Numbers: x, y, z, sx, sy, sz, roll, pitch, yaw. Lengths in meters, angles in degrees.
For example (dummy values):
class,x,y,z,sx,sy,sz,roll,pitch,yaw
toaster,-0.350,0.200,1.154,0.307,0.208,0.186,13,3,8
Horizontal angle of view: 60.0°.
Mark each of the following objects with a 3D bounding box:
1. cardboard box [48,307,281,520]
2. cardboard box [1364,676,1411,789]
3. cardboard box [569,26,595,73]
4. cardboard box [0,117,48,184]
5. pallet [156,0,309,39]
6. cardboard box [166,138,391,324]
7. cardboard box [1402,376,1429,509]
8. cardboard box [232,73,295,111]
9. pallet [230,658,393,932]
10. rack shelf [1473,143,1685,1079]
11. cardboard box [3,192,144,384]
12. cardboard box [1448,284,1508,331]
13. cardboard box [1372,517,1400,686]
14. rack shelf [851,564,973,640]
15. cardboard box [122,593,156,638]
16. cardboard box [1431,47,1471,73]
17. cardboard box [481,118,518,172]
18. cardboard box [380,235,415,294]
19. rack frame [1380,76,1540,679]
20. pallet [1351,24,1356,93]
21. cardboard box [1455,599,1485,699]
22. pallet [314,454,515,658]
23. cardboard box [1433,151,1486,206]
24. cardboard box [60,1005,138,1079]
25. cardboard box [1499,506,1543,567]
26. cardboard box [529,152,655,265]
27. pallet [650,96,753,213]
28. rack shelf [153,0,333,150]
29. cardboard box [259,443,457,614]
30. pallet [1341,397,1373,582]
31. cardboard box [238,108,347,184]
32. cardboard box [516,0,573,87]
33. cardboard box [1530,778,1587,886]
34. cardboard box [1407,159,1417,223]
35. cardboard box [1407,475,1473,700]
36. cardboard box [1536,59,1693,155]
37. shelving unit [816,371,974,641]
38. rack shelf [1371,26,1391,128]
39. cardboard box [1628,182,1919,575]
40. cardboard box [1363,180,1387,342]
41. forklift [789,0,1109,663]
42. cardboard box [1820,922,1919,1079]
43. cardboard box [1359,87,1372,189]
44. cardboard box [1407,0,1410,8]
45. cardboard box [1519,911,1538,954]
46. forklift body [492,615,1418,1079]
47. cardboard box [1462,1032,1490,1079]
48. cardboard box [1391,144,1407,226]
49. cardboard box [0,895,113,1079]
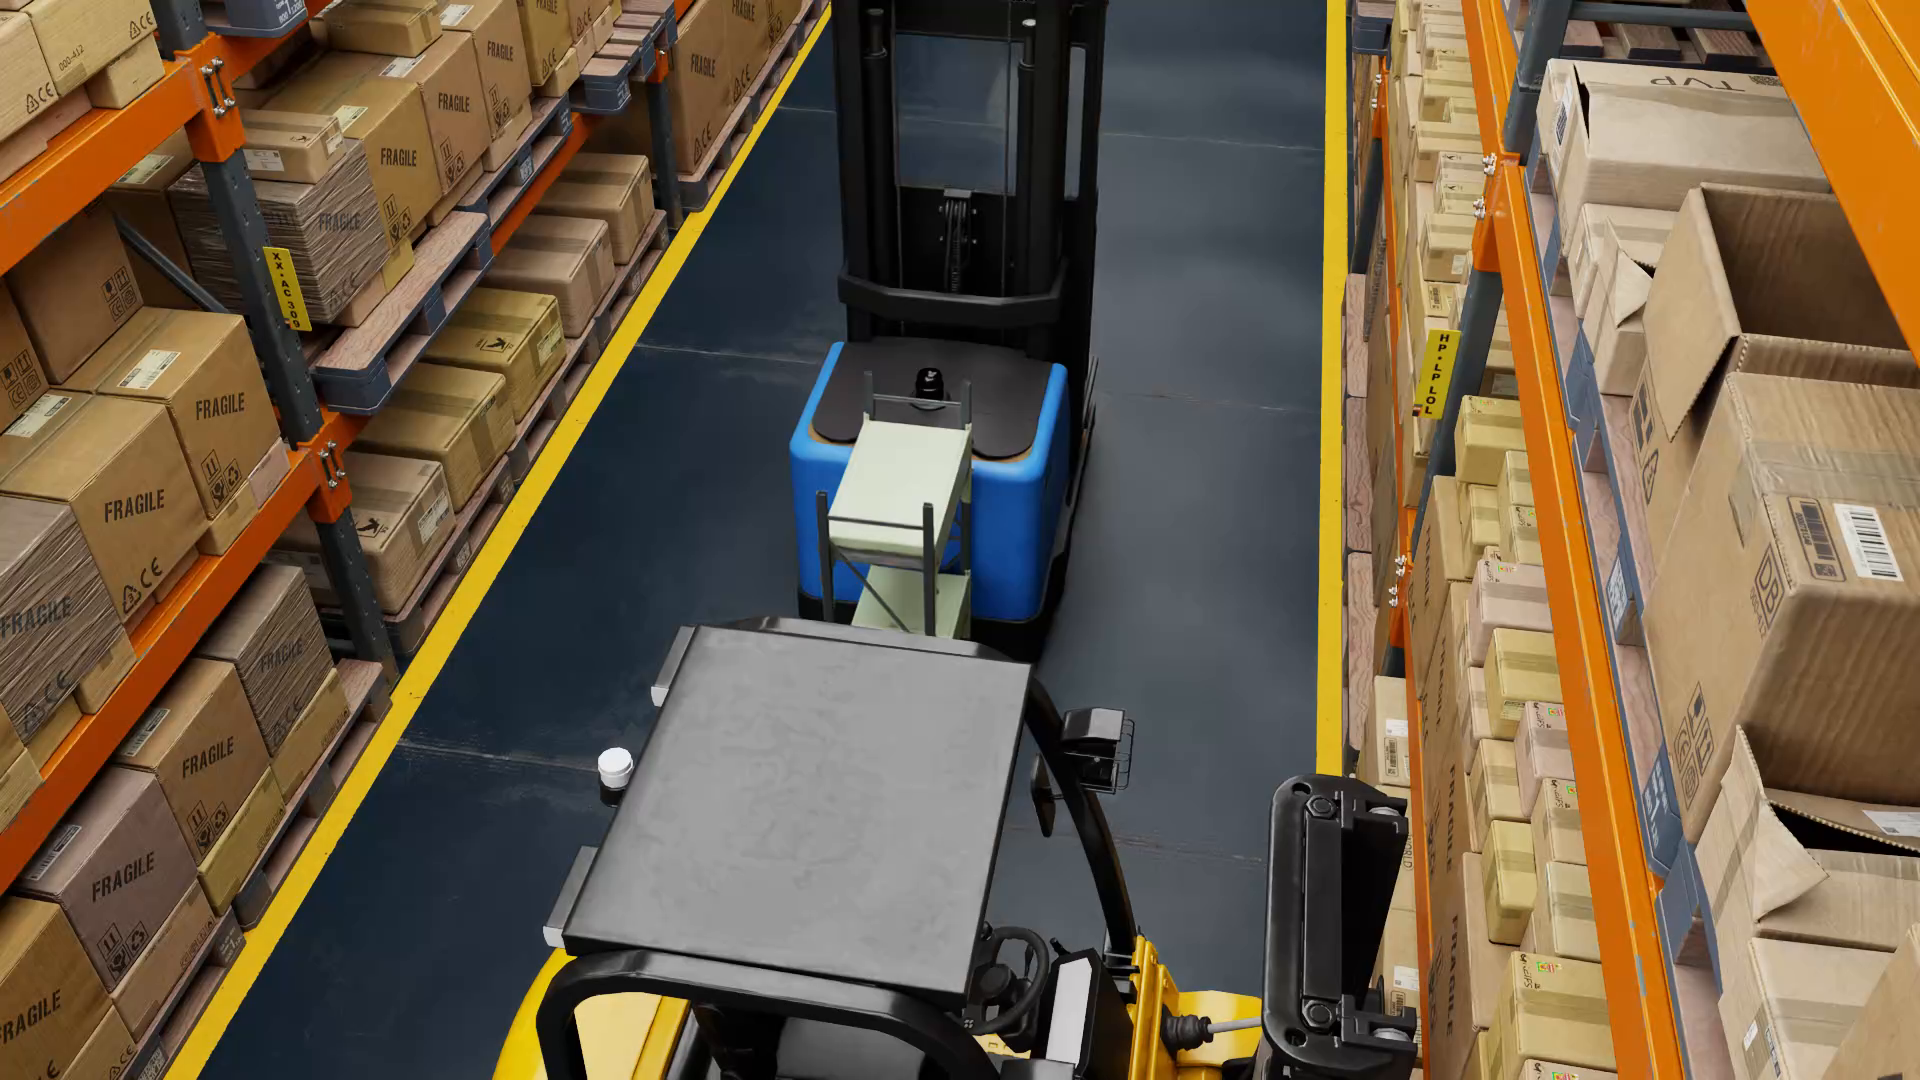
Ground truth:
class,x,y,z,sx,sy,sz,roll,pitch,yaw
cardboard box,-2.702,-0.436,5.612,0.500,0.500,0.500,5,40,7
cardboard box,1.627,0.737,5.548,0.500,0.250,0.500,6,40,7
cardboard box,-2.029,-2.437,8.211,0.380,0.149,0.250,5,40,6
cardboard box,-2.775,-1.105,4.576,0.380,0.149,0.250,7,40,8
pallet,-2.658,-2.049,5.667,1.213,0.211,1.003,6,40,8
cardboard box,-2.507,-1.167,6.166,0.500,0.500,0.500,7,40,9
cardboard box,1.849,-0.332,5.915,0.500,0.250,0.500,7,40,9
cardboard box,-2.932,-1.531,6.606,0.500,0.500,0.500,7,40,8
pallet,-2.952,0.911,6.483,1.003,0.211,1.213,6,40,8
rack shelf,1.673,0.332,3.205,1.077,0.370,4.000,6,40,8
cardboard box,-3.160,-0.876,5.359,0.700,0.500,0.500,6,40,7
cardboard box,1.887,-0.736,5.698,0.380,0.149,0.250,6,40,7
cardboard box,2.099,0.380,6.470,0.875,0.625,0.625,8,40,10
rack shelf,-0.222,0.461,6.526,0.431,0.370,0.720,7,40,8
cardboard box,-2.841,0.210,5.339,0.380,0.149,0.250,6,40,7
cardboard box,2.255,-2.018,7.249,0.380,0.149,0.250,7,40,8
cardboard box,-2.210,-1.781,7.418,0.380,0.149,0.250,8,40,9
cardboard box,-2.411,-1.122,6.621,0.380,0.149,0.250,7,40,9
rack frame,2.019,-0.044,5.450,1.000,3.000,0.127,6,40,8
pallet,3.300,-3.476,11.788,1.003,0.211,1.213,6,40,8
cardboard box,1.528,0.314,4.429,0.380,0.149,0.250,7,40,9
pallet,-2.737,-0.004,7.589,1.003,0.211,1.213,6,40,8
cardboard box,2.052,-1.377,6.474,0.380,0.149,0.250,7,40,8
cardboard box,-2.973,1.680,5.193,0.500,0.250,0.500,9,40,11
cardboard box,1.680,0.055,4.509,0.380,0.149,0.250,6,40,7
cardboard box,-2.286,-1.895,9.421,0.950,0.372,0.625,4,40,5
pallet,-1.967,-2.512,10.622,1.003,0.211,1.213,6,40,8
rack shelf,-2.524,-2.723,6.900,1.077,0.370,4.000,6,40,8
cardboard box,-2.782,-0.068,7.211,0.950,0.372,0.625,7,40,8
pallet,2.317,-0.204,7.831,1.003,0.211,1.213,6,40,8
cardboard box,-2.440,-1.411,5.952,0.380,0.149,0.250,6,40,7
cardboard box,-2.148,-2.456,7.725,0.500,0.500,0.500,4,40,5
cardboard box,1.501,0.695,3.734,0.380,0.149,0.250,7,40,8
cardboard box,2.134,-1.474,6.904,0.500,0.250,0.500,7,40,8
cardboard box,1.685,0.167,5.116,0.500,0.500,0.500,5,40,6
cardboard box,1.643,-1.056,4.108,0.380,0.149,0.250,7,40,9
shelving unit,-0.222,0.210,6.319,0.431,1.500,0.755,7,40,8
rack shelf,3.058,-3.533,10.233,1.077,0.370,4.000,6,40,8
cardboard box,1.578,-0.230,2.831,0.797,0.503,0.637,8,40,9
cardboard box,2.590,-1.412,8.637,0.875,0.625,0.625,8,40,9
forklift,0.075,-1.545,7.319,1.130,2.935,3.031,7,40,8
cardboard box,1.164,0.766,1.629,0.500,0.500,0.500,8,40,9
cardboard box,2.670,-2.355,9.877,0.500,0.500,0.500,6,40,7
cardboard box,2.366,-2.676,8.045,0.380,0.149,0.250,8,40,9
cardboard box,1.441,0.974,3.630,0.380,0.149,0.250,6,40,7
forklift body,-0.142,1.402,4.367,2.313,2.155,1.214,6,40,8
cardboard box,1.341,1.443,3.572,0.500,0.500,0.500,6,40,7
cardboard box,2.220,-1.606,7.457,0.500,0.250,0.500,5,40,6
cardboard box,-2.966,1.396,4.947,0.500,0.500,0.500,7,40,9
